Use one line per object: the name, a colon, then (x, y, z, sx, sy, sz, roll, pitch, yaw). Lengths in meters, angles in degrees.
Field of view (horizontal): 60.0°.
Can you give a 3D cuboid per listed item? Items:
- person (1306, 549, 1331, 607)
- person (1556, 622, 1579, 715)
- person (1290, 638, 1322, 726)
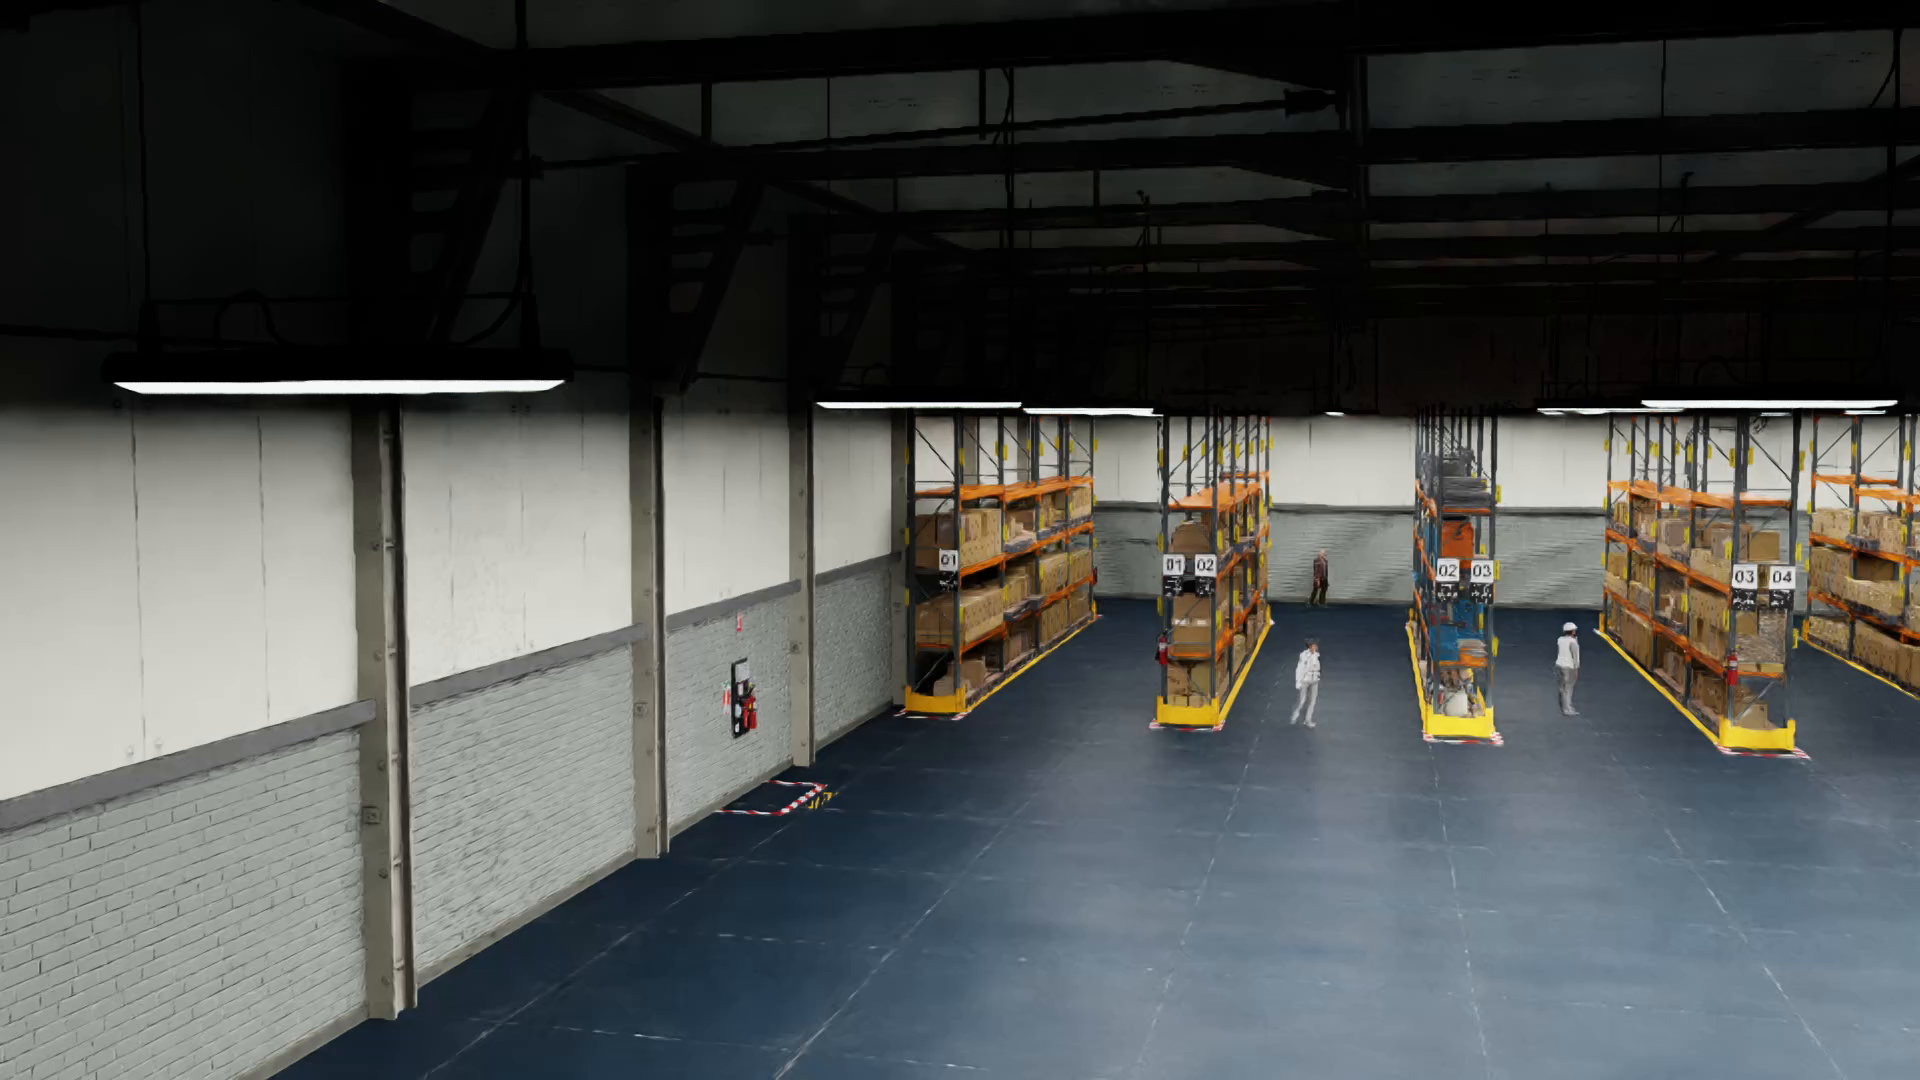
person: (10.857, 1.154, 50.466, 0.752, 1.755, 0.501, -3, 5, -35)
person: (11.842, 2.469, 32.283, 0.463, 1.782, 0.598, -1, 4, -14)
person: (6.475, 2.635, 31.133, 0.531, 1.652, 0.532, -2, 4, -22)
